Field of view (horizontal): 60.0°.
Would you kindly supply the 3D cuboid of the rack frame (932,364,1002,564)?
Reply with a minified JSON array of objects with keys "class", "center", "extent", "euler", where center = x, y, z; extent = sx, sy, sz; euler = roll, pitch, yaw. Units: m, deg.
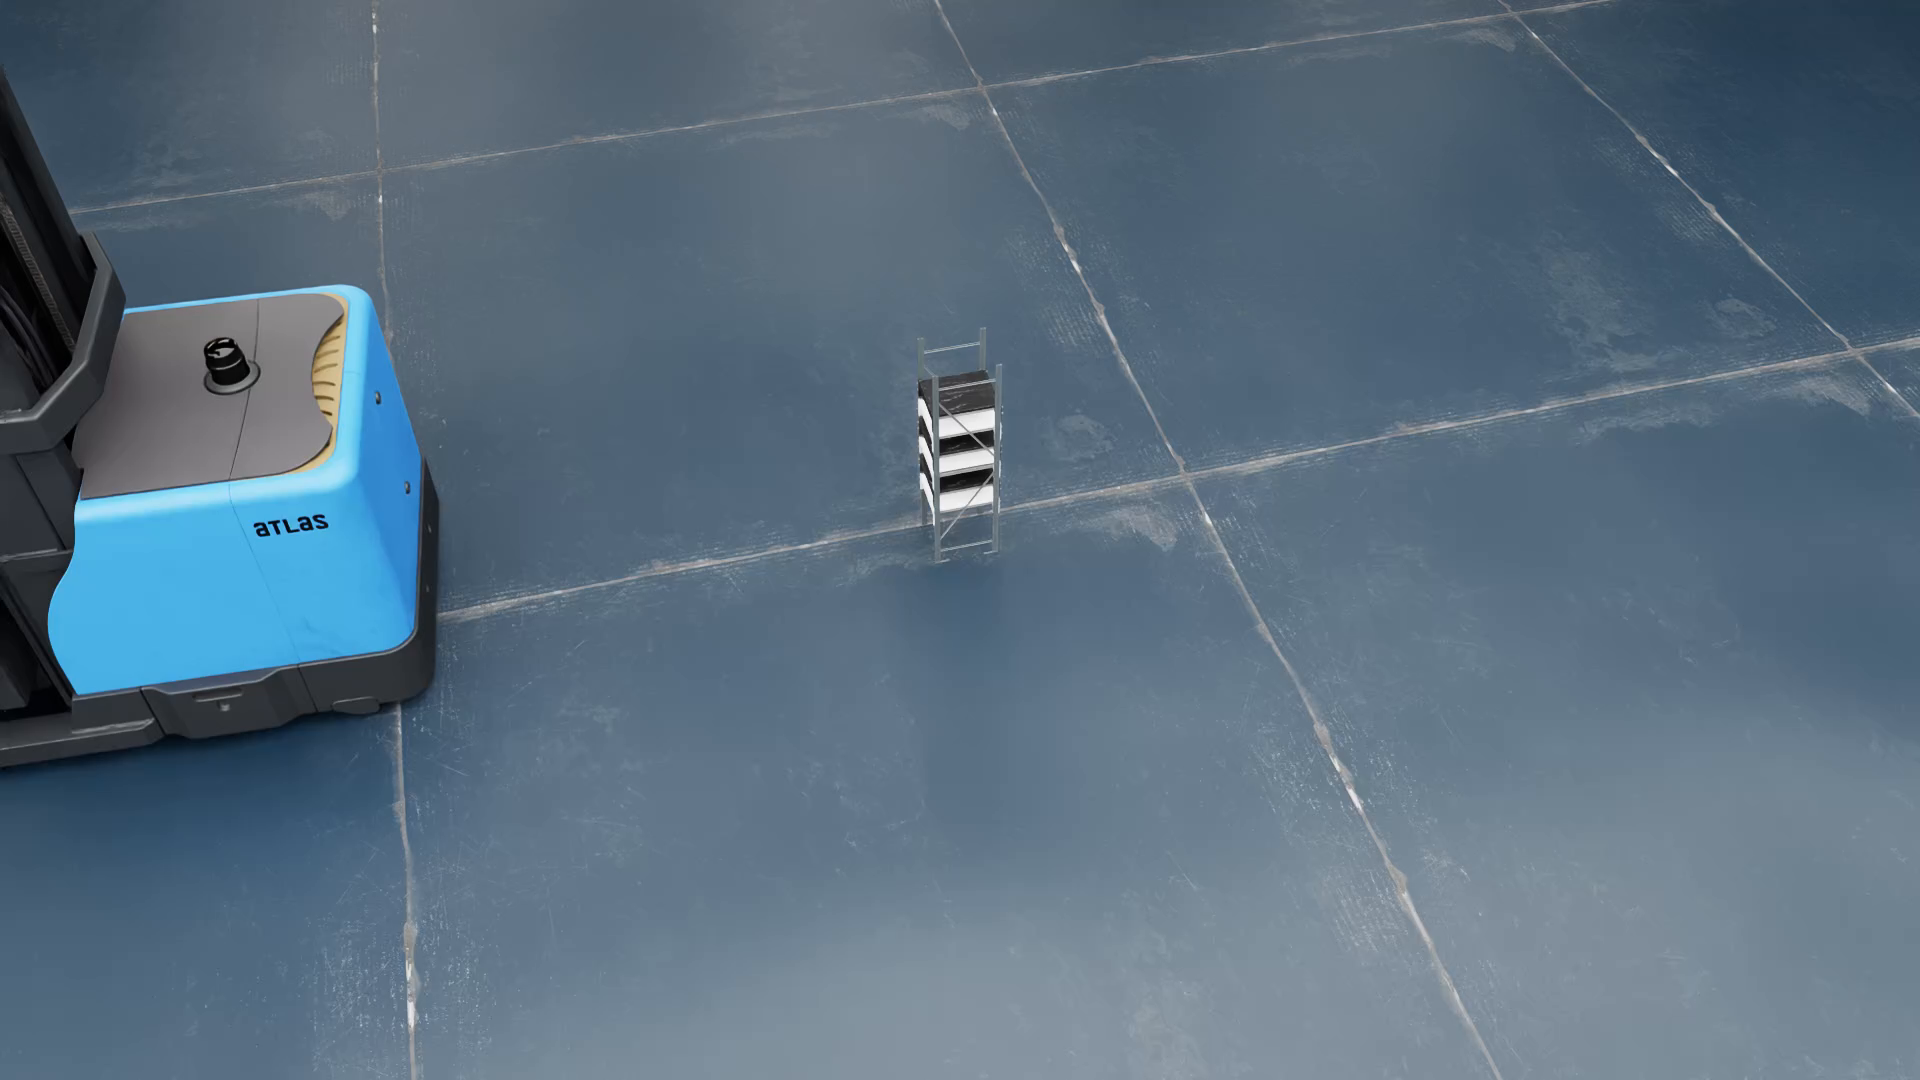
[{"class":"rack frame","center":[0.024,-0.250,5.865],"extent":[0.240,0.900,0.006],"euler":[-11,47,-10]}]

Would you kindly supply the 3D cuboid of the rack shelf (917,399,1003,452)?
[{"class":"rack shelf","center":[-0.002,-0.423,5.829],"extent":[0.258,0.077,0.200],"euler":[-11,47,-10]}]

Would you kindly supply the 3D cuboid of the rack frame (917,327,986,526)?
[{"class":"rack frame","center":[-0.028,-0.391,6.003],"extent":[0.240,0.900,0.006],"euler":[-11,47,-10]}]

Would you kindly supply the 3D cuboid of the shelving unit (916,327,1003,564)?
[{"class":"shelving unit","center":[-0.002,-0.321,5.934],"extent":[0.258,0.900,0.210],"euler":[-11,47,-10]}]

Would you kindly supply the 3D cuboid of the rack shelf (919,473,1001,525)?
[{"class":"rack shelf","center":[-0.002,-0.171,6.086],"extent":[0.258,0.077,0.200],"euler":[-11,47,-10]}]

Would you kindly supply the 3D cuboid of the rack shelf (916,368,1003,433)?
[{"class":"rack shelf","center":[-0.002,-0.486,5.765],"extent":[0.258,0.077,0.200],"euler":[-11,47,-10]}]

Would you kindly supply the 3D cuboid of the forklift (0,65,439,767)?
[{"class":"forklift","center":[-3.371,-0.606,4.792],"extent":[3.031,2.935,1.130],"euler":[-8,46,-8]}]

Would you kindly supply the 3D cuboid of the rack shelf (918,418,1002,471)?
[{"class":"rack shelf","center":[-0.002,-0.360,5.894],"extent":[0.258,0.077,0.200],"euler":[-11,47,-10]}]

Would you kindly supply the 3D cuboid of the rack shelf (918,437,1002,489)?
[{"class":"rack shelf","center":[-0.002,-0.297,5.958],"extent":[0.258,0.077,0.200],"euler":[-11,47,-10]}]

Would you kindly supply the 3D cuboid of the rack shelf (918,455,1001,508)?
[{"class":"rack shelf","center":[-0.002,-0.234,6.022],"extent":[0.258,0.077,0.200],"euler":[-11,47,-10]}]
